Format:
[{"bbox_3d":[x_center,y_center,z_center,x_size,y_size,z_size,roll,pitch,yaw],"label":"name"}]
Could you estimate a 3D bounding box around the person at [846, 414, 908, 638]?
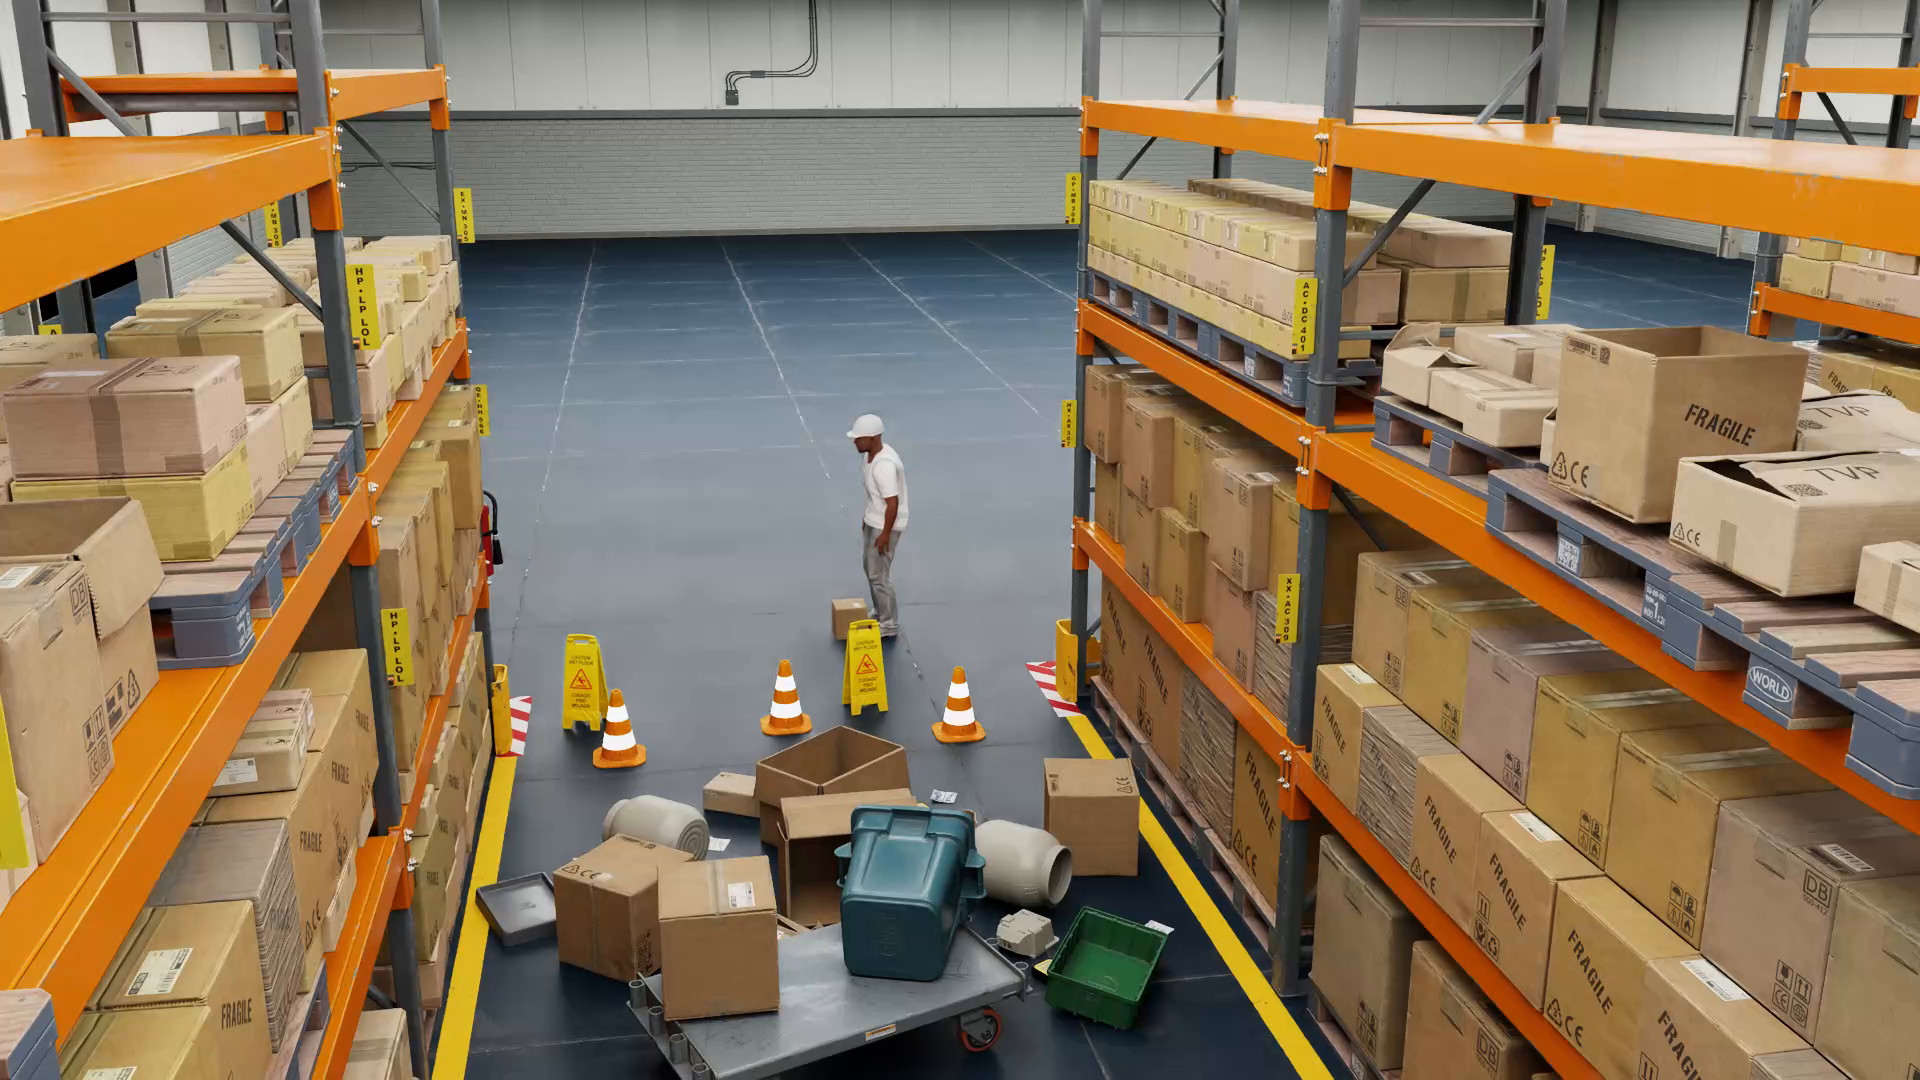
[{"bbox_3d":[-0.645,-0.121,12.915,0.456,1.761,0.627,-3,17,-10],"label":"person"}]
